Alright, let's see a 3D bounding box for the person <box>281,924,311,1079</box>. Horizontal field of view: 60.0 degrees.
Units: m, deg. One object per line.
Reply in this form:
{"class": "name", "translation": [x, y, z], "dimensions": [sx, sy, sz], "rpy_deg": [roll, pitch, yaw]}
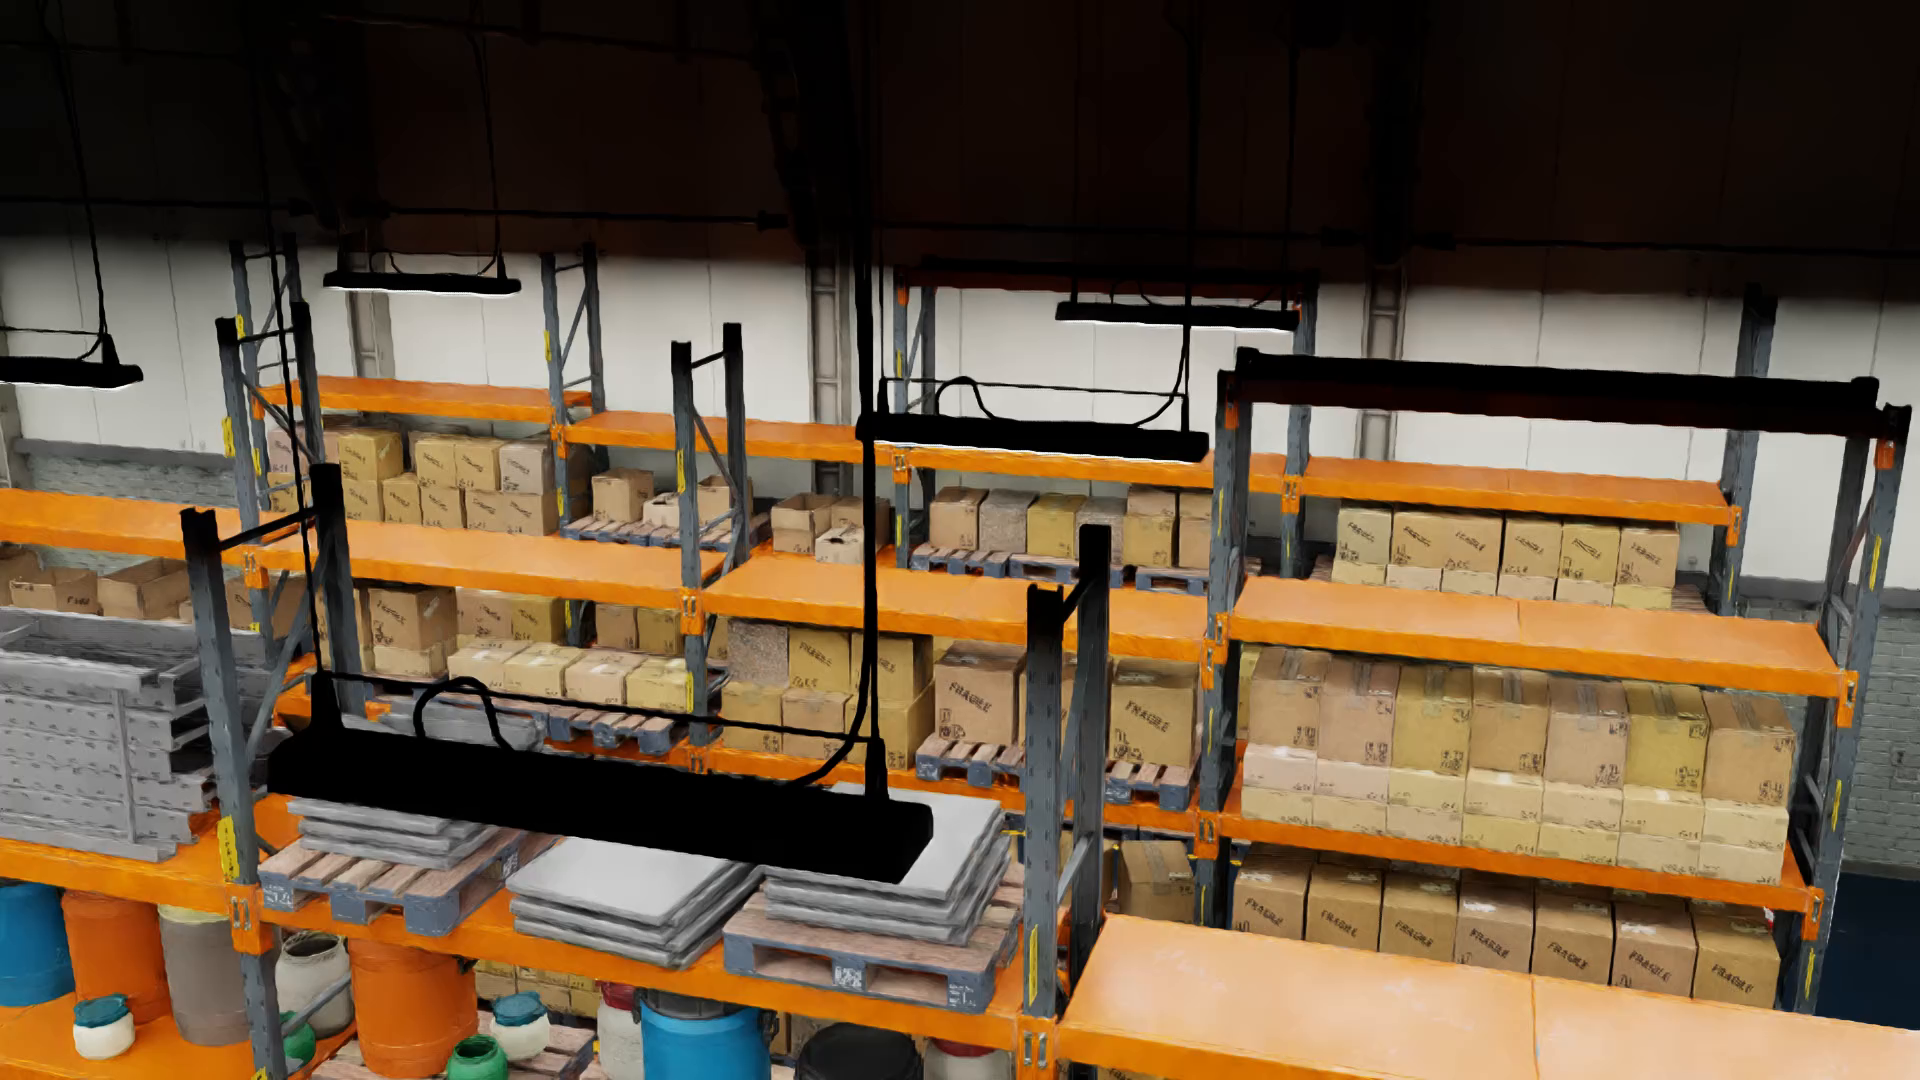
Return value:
{"class": "person", "translation": [-5.225, 3.670, 13.076], "dimensions": [0.574, 1.631, 0.447], "rpy_deg": [-3, 16, -9]}
